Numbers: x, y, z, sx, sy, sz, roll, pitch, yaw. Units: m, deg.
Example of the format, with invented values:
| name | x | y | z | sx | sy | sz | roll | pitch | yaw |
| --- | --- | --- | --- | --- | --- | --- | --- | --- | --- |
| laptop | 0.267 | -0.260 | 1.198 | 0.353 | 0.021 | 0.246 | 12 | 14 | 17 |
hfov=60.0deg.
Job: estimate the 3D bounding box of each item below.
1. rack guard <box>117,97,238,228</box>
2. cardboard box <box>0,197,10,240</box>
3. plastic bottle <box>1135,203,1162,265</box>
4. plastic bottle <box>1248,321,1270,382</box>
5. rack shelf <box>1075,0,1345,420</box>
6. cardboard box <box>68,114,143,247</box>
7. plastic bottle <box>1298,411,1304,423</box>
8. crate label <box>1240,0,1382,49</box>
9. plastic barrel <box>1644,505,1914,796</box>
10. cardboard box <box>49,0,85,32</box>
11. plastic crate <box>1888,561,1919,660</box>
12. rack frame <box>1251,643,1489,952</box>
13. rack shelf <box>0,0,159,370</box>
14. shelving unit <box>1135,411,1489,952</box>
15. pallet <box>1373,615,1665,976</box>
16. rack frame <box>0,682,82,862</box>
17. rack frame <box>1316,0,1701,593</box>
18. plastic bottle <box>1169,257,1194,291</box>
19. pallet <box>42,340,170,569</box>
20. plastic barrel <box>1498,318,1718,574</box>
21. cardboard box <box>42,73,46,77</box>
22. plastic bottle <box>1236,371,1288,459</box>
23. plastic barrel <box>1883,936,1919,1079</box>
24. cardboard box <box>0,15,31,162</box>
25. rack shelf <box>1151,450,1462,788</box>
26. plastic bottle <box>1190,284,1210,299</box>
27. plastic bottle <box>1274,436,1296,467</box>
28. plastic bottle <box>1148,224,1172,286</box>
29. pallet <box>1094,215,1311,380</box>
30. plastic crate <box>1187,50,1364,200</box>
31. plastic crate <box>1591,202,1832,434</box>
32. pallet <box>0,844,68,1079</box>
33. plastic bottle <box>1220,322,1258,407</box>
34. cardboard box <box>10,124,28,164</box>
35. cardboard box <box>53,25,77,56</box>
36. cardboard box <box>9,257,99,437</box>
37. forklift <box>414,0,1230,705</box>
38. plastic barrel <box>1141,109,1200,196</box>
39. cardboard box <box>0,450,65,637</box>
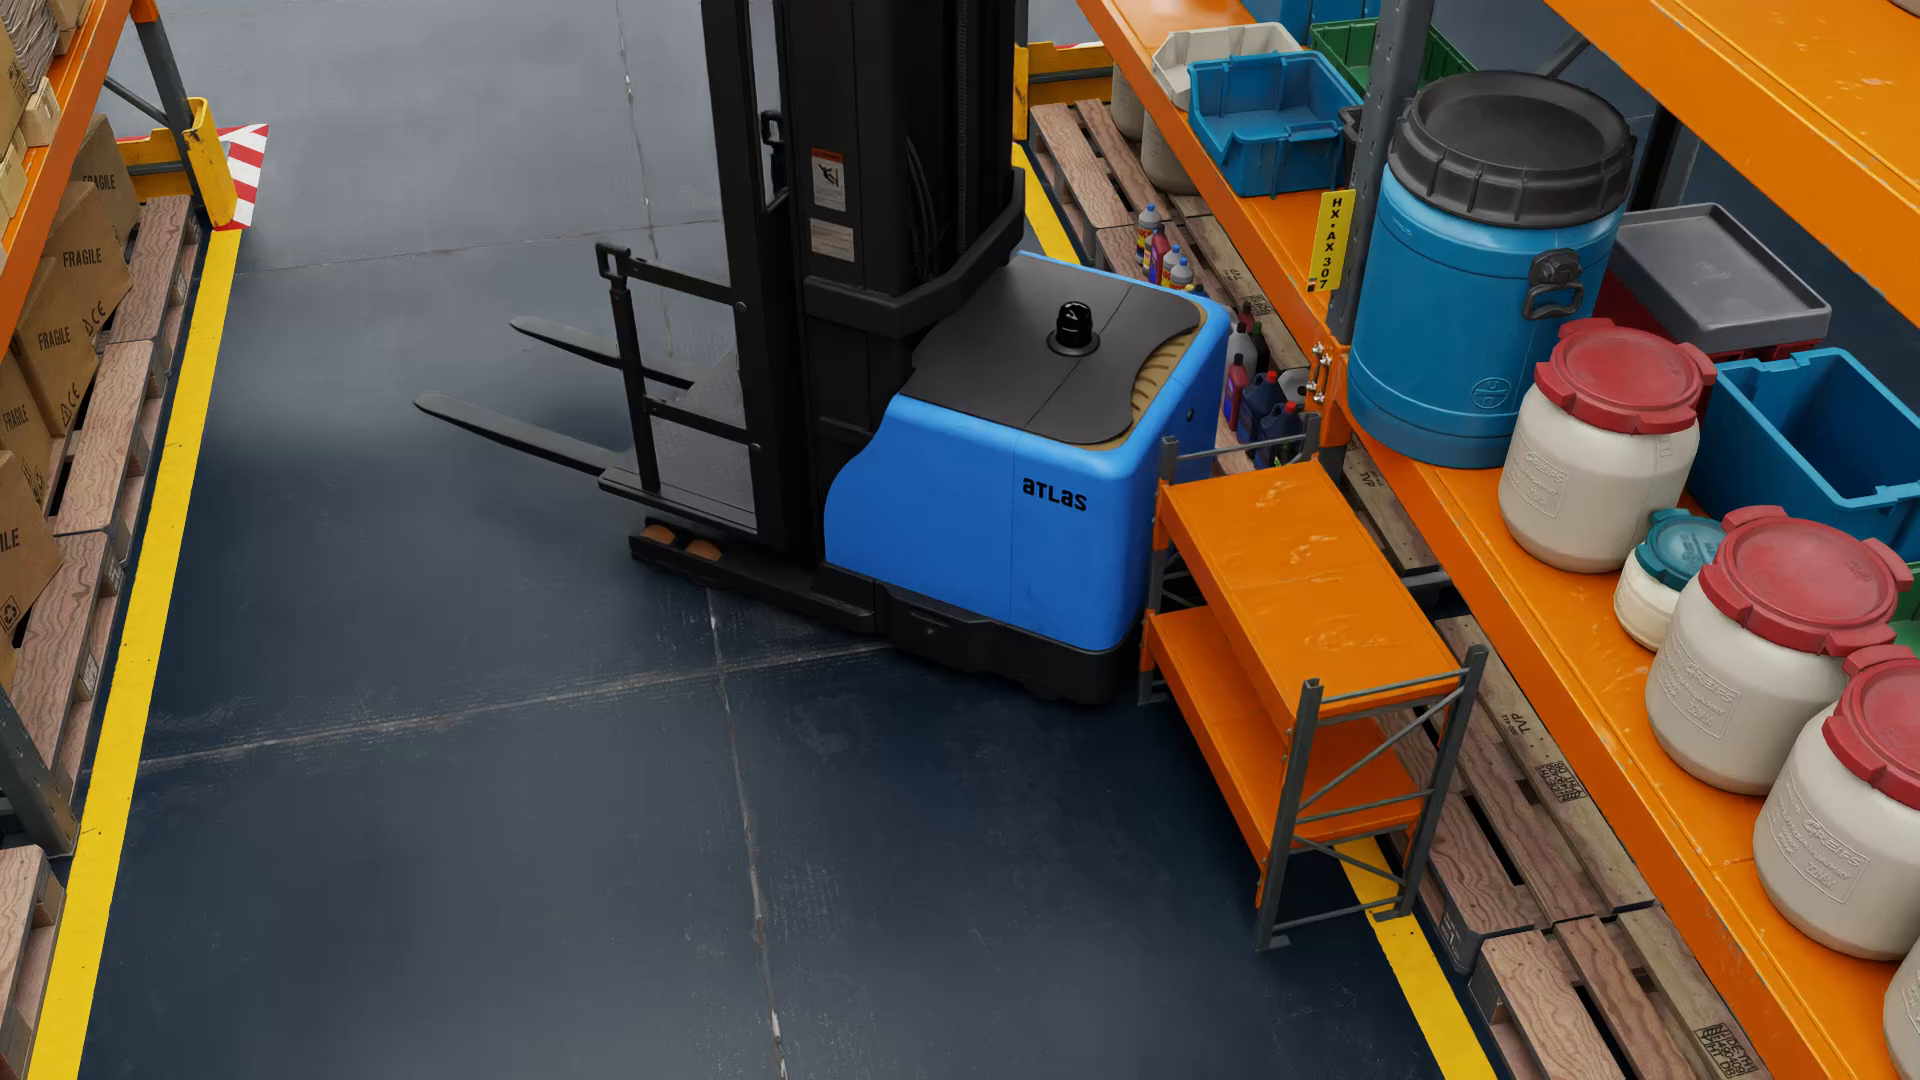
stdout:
| name | x | y | z | sx | sy | sz | roll | pitch | yaw |
| --- | --- | --- | --- | --- | --- | --- | --- | --- | --- |
| rack guard | -4.087 | -1.717 | 7.807 | 1.175 | 0.500 | 0.348 | -8 | 42 | -9 |
| cardboard box | -3.286 | -1.003 | 5.310 | 0.380 | 0.149 | 0.250 | -8 | 42 | -9 |
| plastic bottle | 0.820 | -1.335 | 7.218 | 0.097 | 0.271 | 0.097 | 0 | 42 | 0 |
| plastic bottle | 1.159 | -0.708 | 6.502 | 0.061 | 0.283 | 0.133 | -8 | 42 | -9 |
| rack shelf | 1.165 | -1.845 | 6.611 | 1.077 | 0.370 | 4.000 | -8 | 42 | -9 |
| cardboard box | -3.985 | -1.516 | 7.265 | 0.500 | 0.500 | 0.500 | -1 | 42 | -1 |
| plastic bottle | 1.317 | -0.388 | 6.092 | 0.144 | 0.351 | 0.185 | -8 | 42 | -9 |
| crate label | 1.394 | -2.269 | 6.520 | 0.502 | 0.435 | 0.616 | -8 | 42 | -9 |
| plastic barrel | 1.747 | 0.259 | 3.597 | 0.433 | 0.535 | 0.433 | 0 | 42 | 0 |
| cardboard box | -3.786 | -2.182 | 6.149 | 0.875 | 0.500 | 0.500 | -8 | 42 | -9 |
| plastic crate | 2.248 | 0.350 | 3.756 | 0.450 | 0.188 | 0.662 | -8 | 42 | -9 |
| rack frame | 1.105 | 0.737 | 4.572 | 0.500 | 1.125 | 0.032 | -10 | 43 | -11 |
| rack shelf | -3.672 | -1.135 | 5.811 | 1.077 | 0.370 | 4.000 | -8 | 42 | -9 |
| shelving unit | 0.972 | 0.412 | 4.939 | 0.538 | 1.125 | 1.048 | -10 | 43 | -11 |
| pallet | 1.804 | 0.729 | 5.270 | 1.003 | 0.211 | 1.213 | -8 | 42 | -9 |
| rack frame | -3.240 | -0.108 | 4.112 | 1.000 | 3.000 | 0.127 | -8 | 42 | -9 |
| rack frame | 1.596 | -0.818 | 4.912 | 1.000 | 3.000 | 0.127 | -8 | 42 | -9 |
| plastic bottle | 0.916 | -1.048 | 6.895 | 0.097 | 0.271 | 0.097 | 0 | 42 | 0 |
| pallet | -3.686 | -0.288 | 6.415 | 1.003 | 0.211 | 1.213 | -8 | 42 | -9 |
| plastic barrel | 1.589 | -0.217 | 4.132 | 0.433 | 0.535 | 0.433 | 0 | 42 | 0 |
| cardboard box | -3.554 | -1.644 | 6.031 | 0.380 | 0.149 | 0.250 | -8 | 42 | -9 |
| plastic bottle | 1.134 | -0.492 | 6.209 | 0.144 | 0.351 | 0.185 | -10 | 43 | -11 |
| plastic barrel | 1.938 | 0.824 | 2.978 | 0.421 | 0.512 | 0.421 | 0 | 42 | 0 |
| cardboard box | -3.624 | -1.526 | 5.410 | 0.875 | 0.500 | 0.500 | -8 | 42 | -9 |
| rack shelf | 0.972 | 0.193 | 4.744 | 0.538 | 0.278 | 1.000 | -10 | 43 | -11 |
| plastic bottle | 0.959 | -0.916 | 6.747 | 0.097 | 0.271 | 0.097 | 0 | 42 | 0 |
| plastic bottle | 1.170 | -0.231 | 5.965 | 0.061 | 0.283 | 0.133 | -6 | 42 | -7 |
| plastic bottle | 0.851 | -1.190 | 7.046 | 0.061 | 0.283 | 0.133 | -8 | 42 | -9 |
| pallet | 1.225 | -1.008 | 7.227 | 1.003 | 0.211 | 1.213 | -8 | 42 | -9 |
| plastic crate | 1.092 | -1.440 | 5.725 | 0.499 | 0.251 | 0.616 | -8 | 42 | -9 |
| plastic crate | 2.000 | -0.572 | 4.586 | 0.402 | 0.464 | 0.583 | -8 | 42 | -9 |
| pallet | -3.070 | 1.439 | 4.469 | 1.003 | 0.211 | 1.213 | -8 | 42 | -9 |
| plastic bottle | 1.065 | -0.701 | 6.445 | 0.144 | 0.351 | 0.185 | -9 | 42 | -10 |
| cardboard box | -3.428 | -1.322 | 5.669 | 0.380 | 0.149 | 0.250 | -8 | 42 | -9 |
| cardboard box | -3.644 | -1.971 | 6.400 | 0.380 | 0.149 | 0.250 | -8 | 42 | -9 |
| cardboard box | -3.706 | -0.725 | 6.373 | 0.500 | 0.500 | 0.500 | -5 | 42 | -5 |
| forklift | -0.641 | -1.226 | 5.423 | 3.031 | 2.935 | 1.130 | 18 | 45 | 19 |
| plastic barrel | 1.058 | -1.897 | 7.685 | 0.421 | 0.512 | 0.421 | 0 | 42 | 0 |
| cardboard box | -3.418 | 0.035 | 5.518 | 0.500 | 0.500 | 0.500 | 4 | 42 | 4 |
